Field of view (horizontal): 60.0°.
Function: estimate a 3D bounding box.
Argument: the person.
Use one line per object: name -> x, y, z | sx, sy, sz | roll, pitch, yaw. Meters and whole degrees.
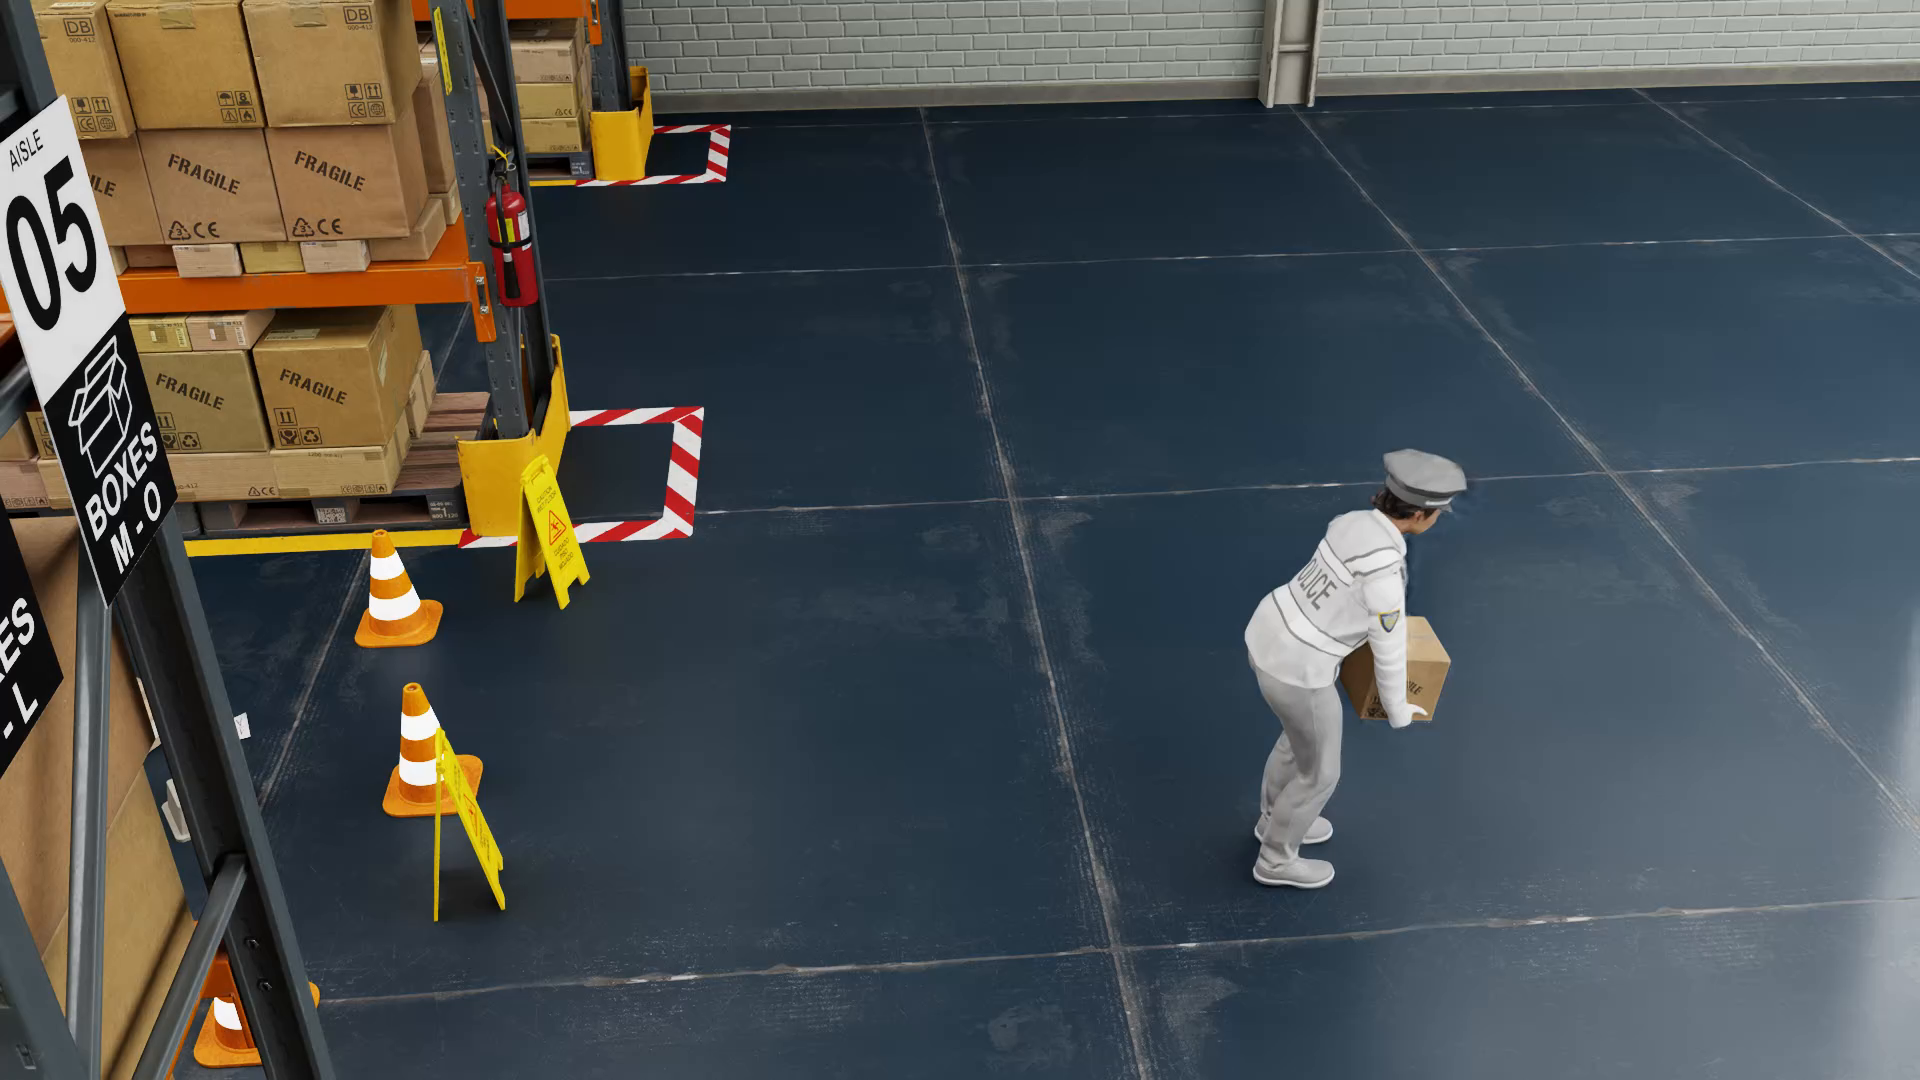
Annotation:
person -> 1.249, 0.438, 5.510 | 0.623, 1.572, 0.407 | -3, 31, -5
